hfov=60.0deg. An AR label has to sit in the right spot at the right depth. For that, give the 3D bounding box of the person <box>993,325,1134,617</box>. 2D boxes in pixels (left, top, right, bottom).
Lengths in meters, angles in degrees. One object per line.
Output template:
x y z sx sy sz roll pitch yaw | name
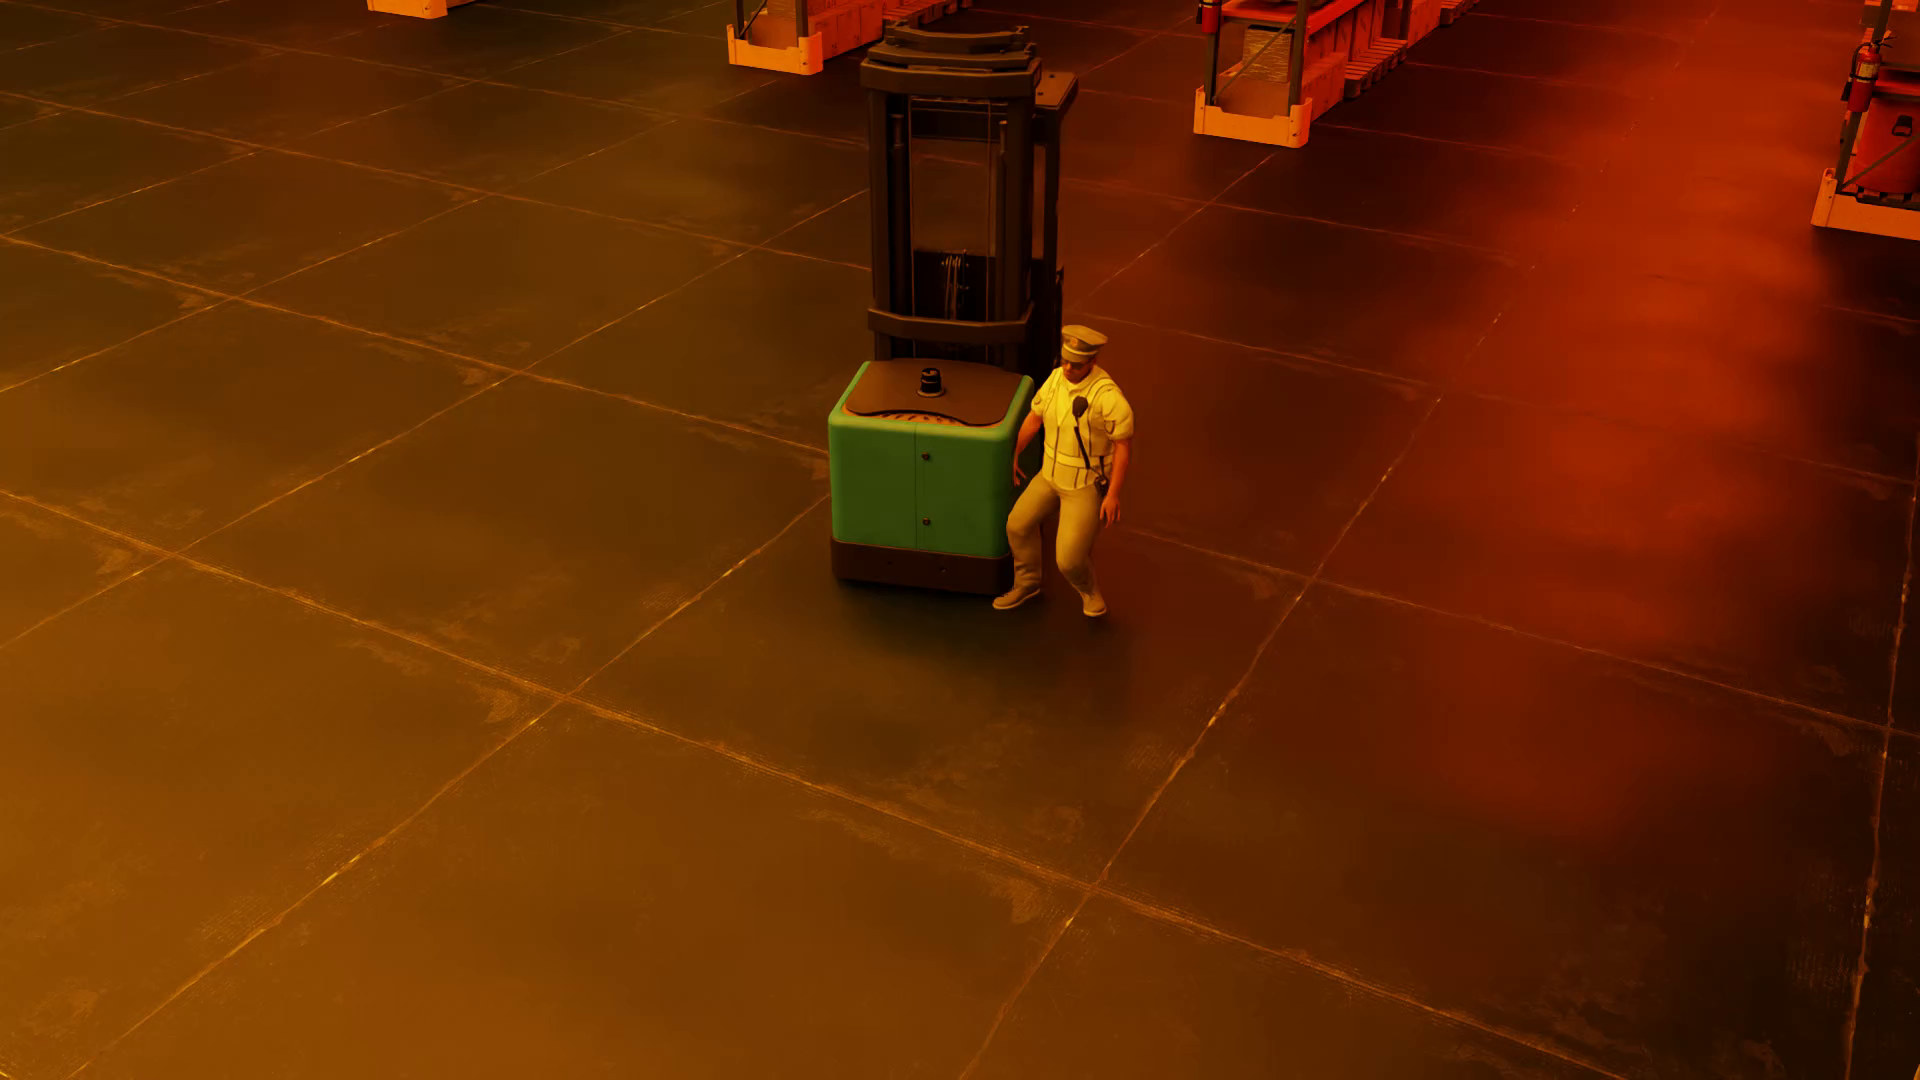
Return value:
0.541 -0.337 8.907 0.556 1.696 0.765 -21 36 -32 | person

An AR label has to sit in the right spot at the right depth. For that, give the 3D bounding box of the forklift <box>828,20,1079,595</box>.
0.074 -1.681 9.983 1.130 2.935 3.031 6 31 11 | forklift
